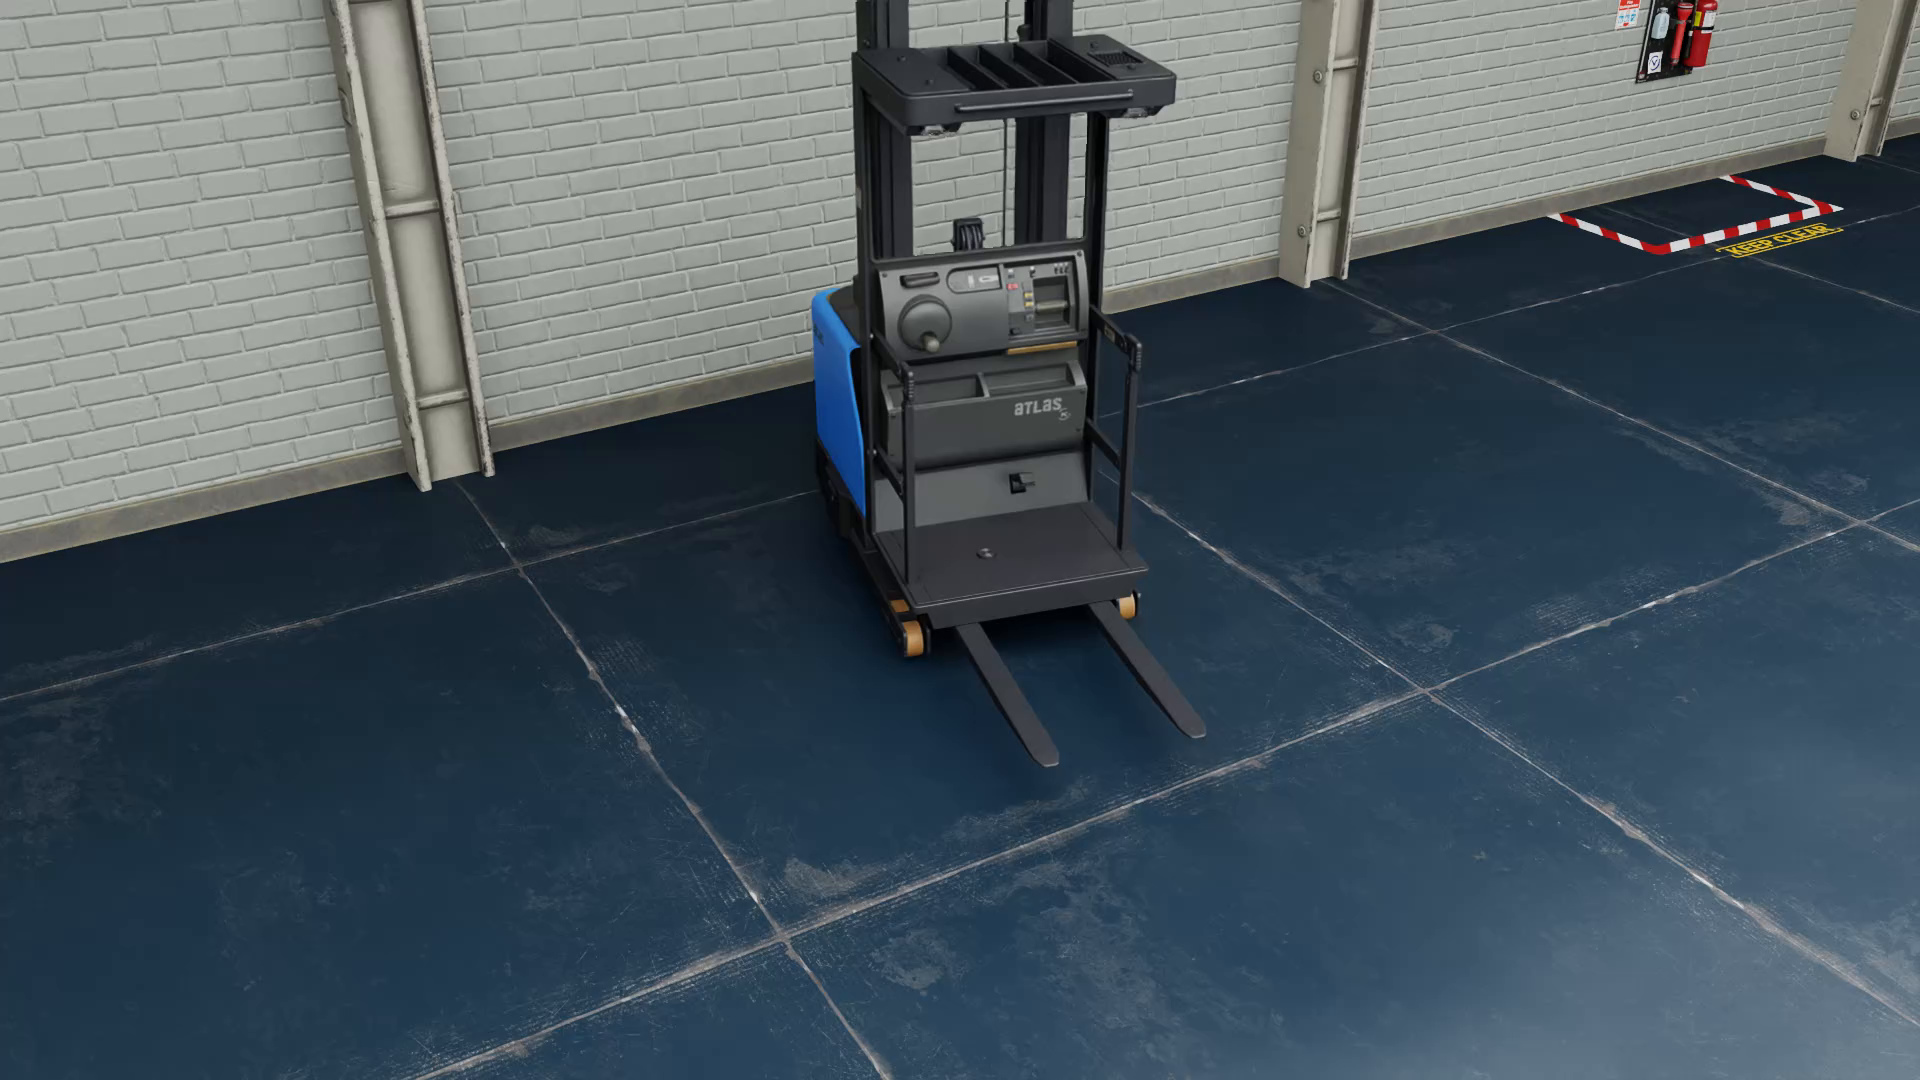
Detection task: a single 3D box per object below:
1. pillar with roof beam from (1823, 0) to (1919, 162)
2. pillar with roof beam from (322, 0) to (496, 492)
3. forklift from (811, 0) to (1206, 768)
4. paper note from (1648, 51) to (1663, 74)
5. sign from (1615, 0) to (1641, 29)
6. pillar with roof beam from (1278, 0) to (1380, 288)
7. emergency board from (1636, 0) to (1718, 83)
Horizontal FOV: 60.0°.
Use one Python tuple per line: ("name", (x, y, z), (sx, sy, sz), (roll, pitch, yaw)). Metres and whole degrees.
("pillar with roof beam", (9.799, -5.449, 8.809), (0.400, 9.000, 9.100), (-16, 33, -26))
("pillar with roof beam", (-0.547, -2.511, 3.487), (0.400, 9.000, 9.100), (-16, 33, -26))
("forklift", (0.176, -0.982, 6.996), (1.130, 2.935, 3.031), (-9, 30, -15))
("paper note", (5.280, -3.626, 12.628), (0.142, 0.148, 0.016), (-16, 33, -26))
("sign", (4.939, -3.950, 12.265), (0.234, 0.329, 0.001), (-16, 33, -26))
("pillar with roof beam", (4.626, -3.980, 6.148), (0.400, 9.000, 9.100), (-16, 33, -26))
("emergency board", (5.468, -4.026, 12.441), (0.643, 1.169, 0.194), (-16, 33, -26))
